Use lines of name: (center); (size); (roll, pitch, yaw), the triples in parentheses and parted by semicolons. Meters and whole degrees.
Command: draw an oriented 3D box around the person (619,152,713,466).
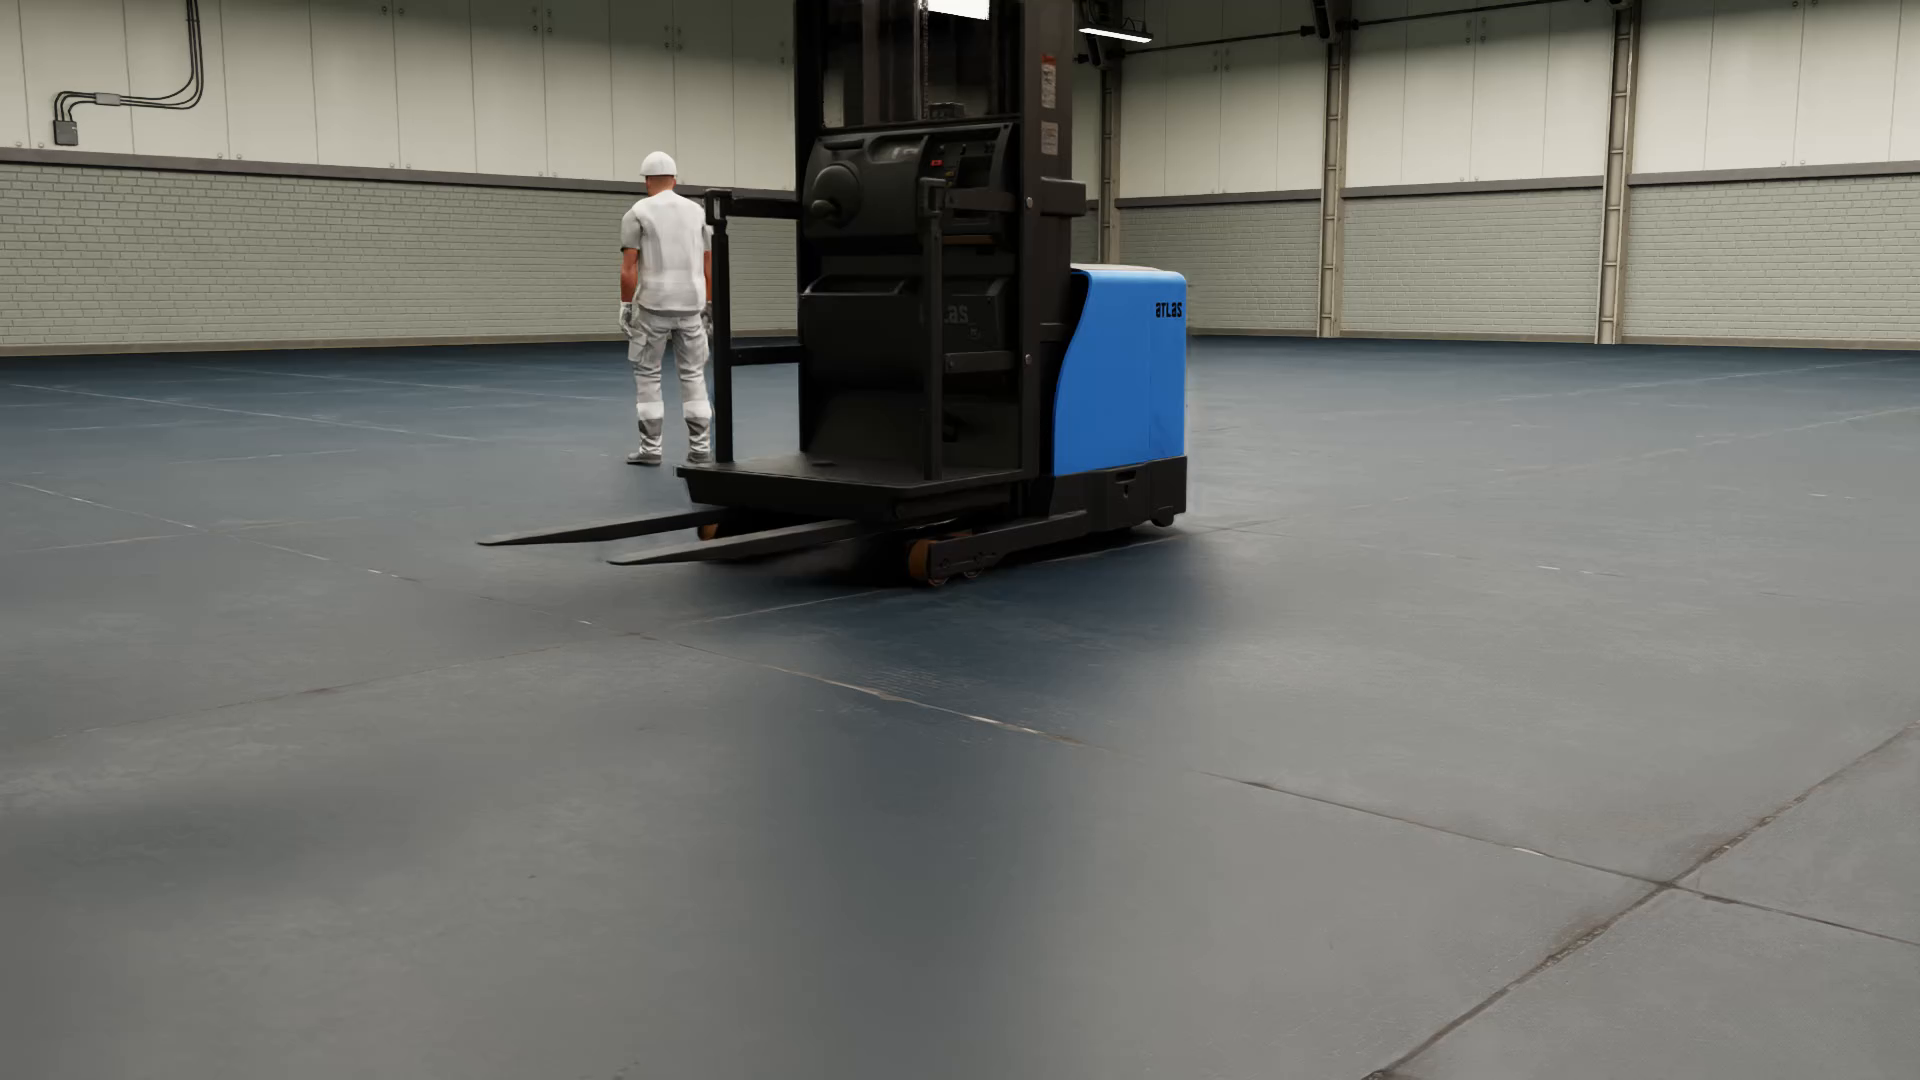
person: (-1.671, -1.322, 9.542); (0.608, 1.778, 0.438); (-5, 10, -28)

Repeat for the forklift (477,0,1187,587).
forklift: (-0.329, -1.371, 5.981); (1.130, 2.935, 3.031); (6, 11, 36)
